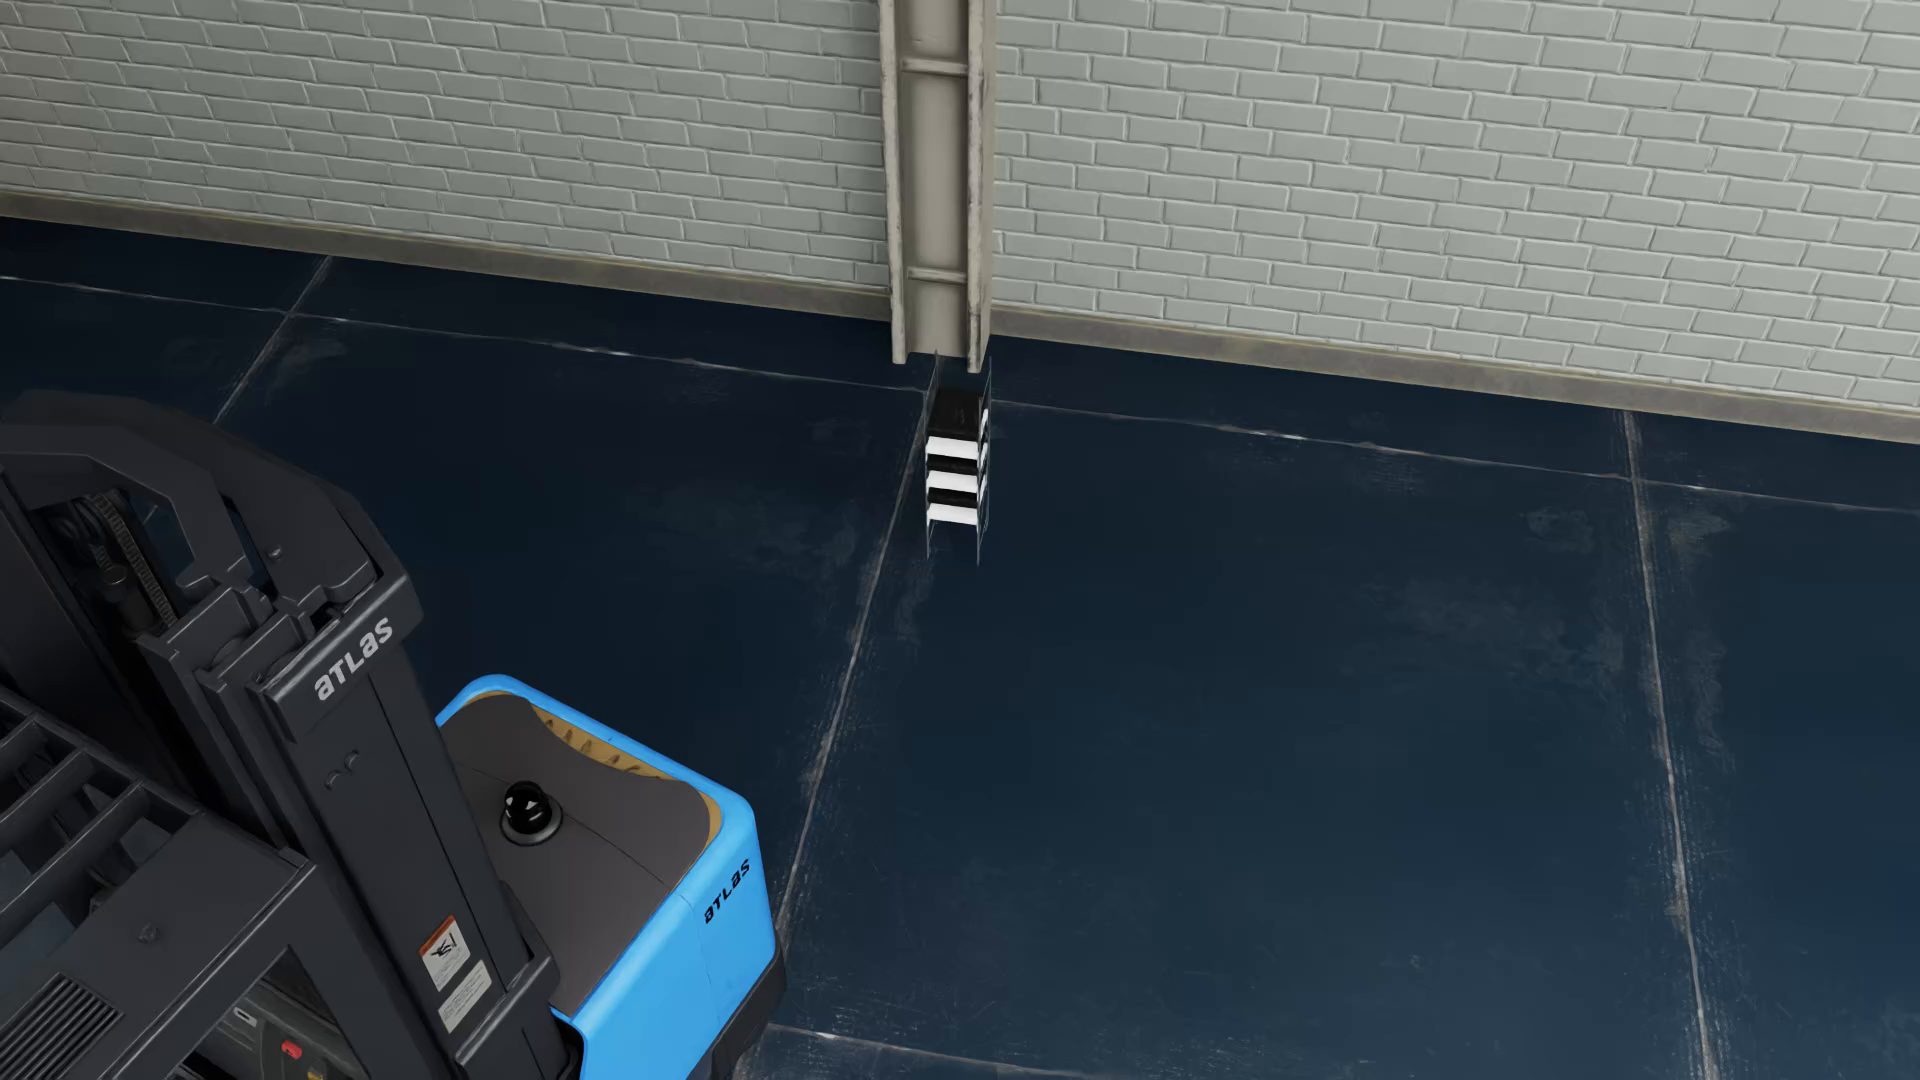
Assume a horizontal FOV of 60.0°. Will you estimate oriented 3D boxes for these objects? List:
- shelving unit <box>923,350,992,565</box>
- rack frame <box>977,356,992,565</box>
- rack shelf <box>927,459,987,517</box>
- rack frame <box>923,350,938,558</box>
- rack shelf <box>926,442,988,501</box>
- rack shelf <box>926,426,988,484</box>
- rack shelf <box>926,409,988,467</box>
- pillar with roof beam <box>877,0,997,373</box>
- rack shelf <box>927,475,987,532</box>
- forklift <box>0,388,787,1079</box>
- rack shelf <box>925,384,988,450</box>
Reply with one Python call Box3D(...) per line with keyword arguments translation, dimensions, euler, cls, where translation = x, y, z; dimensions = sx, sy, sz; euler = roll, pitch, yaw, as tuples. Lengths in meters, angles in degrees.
Box3D(translation=(-0.008, -0.302, 6.388), dimensions=(0.210, 0.900, 0.258), euler=(8, 49, 7), cls="shelving unit")
Box3D(translation=(0.092, -0.288, 6.376), dimensions=(0.006, 0.900, 0.240), euler=(8, 49, 7), cls="rack frame")
Box3D(translation=(-0.008, -0.219, 6.480), dimensions=(0.200, 0.077, 0.258), euler=(8, 49, 7), cls="rack shelf")
Box3D(translation=(-0.108, -0.315, 6.400), dimensions=(0.006, 0.900, 0.240), euler=(8, 49, 7), cls="rack frame")
Box3D(translation=(-0.008, -0.280, 6.413), dimensions=(0.200, 0.077, 0.258), euler=(8, 49, 7), cls="rack shelf")
Box3D(translation=(-0.008, -0.340, 6.346), dimensions=(0.200, 0.077, 0.258), euler=(8, 49, 7), cls="rack shelf")
Box3D(translation=(-0.008, -0.400, 6.279), dimensions=(0.200, 0.077, 0.258), euler=(8, 49, 7), cls="rack shelf")
Box3D(translation=(-0.847, -0.735, 1.333), dimensions=(0.400, 9.000, 9.100), euler=(8, 49, 7), cls="pillar with roof beam")
Box3D(translation=(-0.008, -0.159, 6.547), dimensions=(0.200, 0.077, 0.258), euler=(8, 49, 7), cls="rack shelf")
Box3D(translation=(-1.732, 1.242, 3.636), dimensions=(1.130, 2.935, 3.031), euler=(23, 52, 20), cls="forklift")
Box3D(translation=(-0.008, -0.460, 6.212), dimensions=(0.200, 0.077, 0.258), euler=(8, 49, 7), cls="rack shelf")
